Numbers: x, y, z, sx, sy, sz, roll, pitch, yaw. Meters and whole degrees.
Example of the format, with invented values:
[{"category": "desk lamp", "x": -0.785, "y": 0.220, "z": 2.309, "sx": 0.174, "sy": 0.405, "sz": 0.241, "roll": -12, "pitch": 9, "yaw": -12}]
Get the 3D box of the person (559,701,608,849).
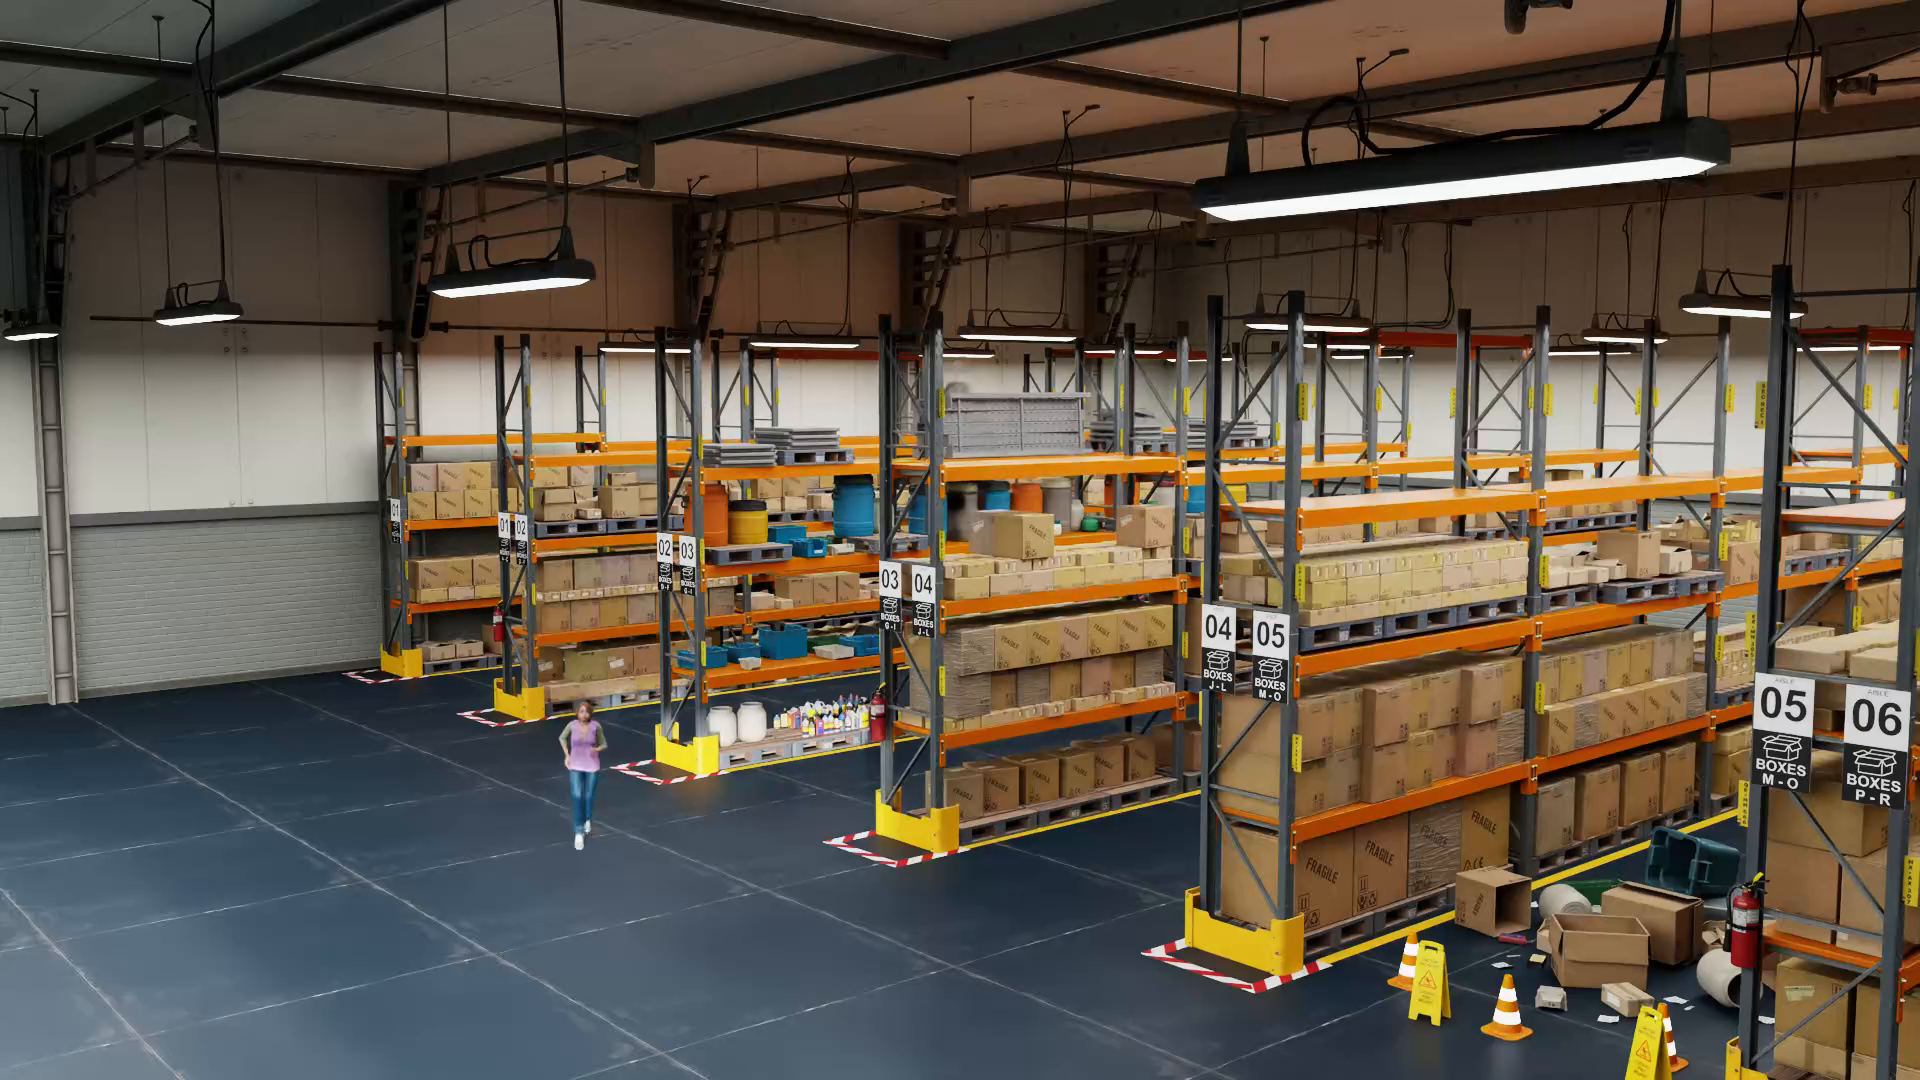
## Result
[{"category": "person", "x": -4.283, "y": 2.646, "z": 18.958, "sx": 0.523, "sy": 1.647, "sz": 0.736, "roll": -1, "pitch": 5, "yaw": -16}]
